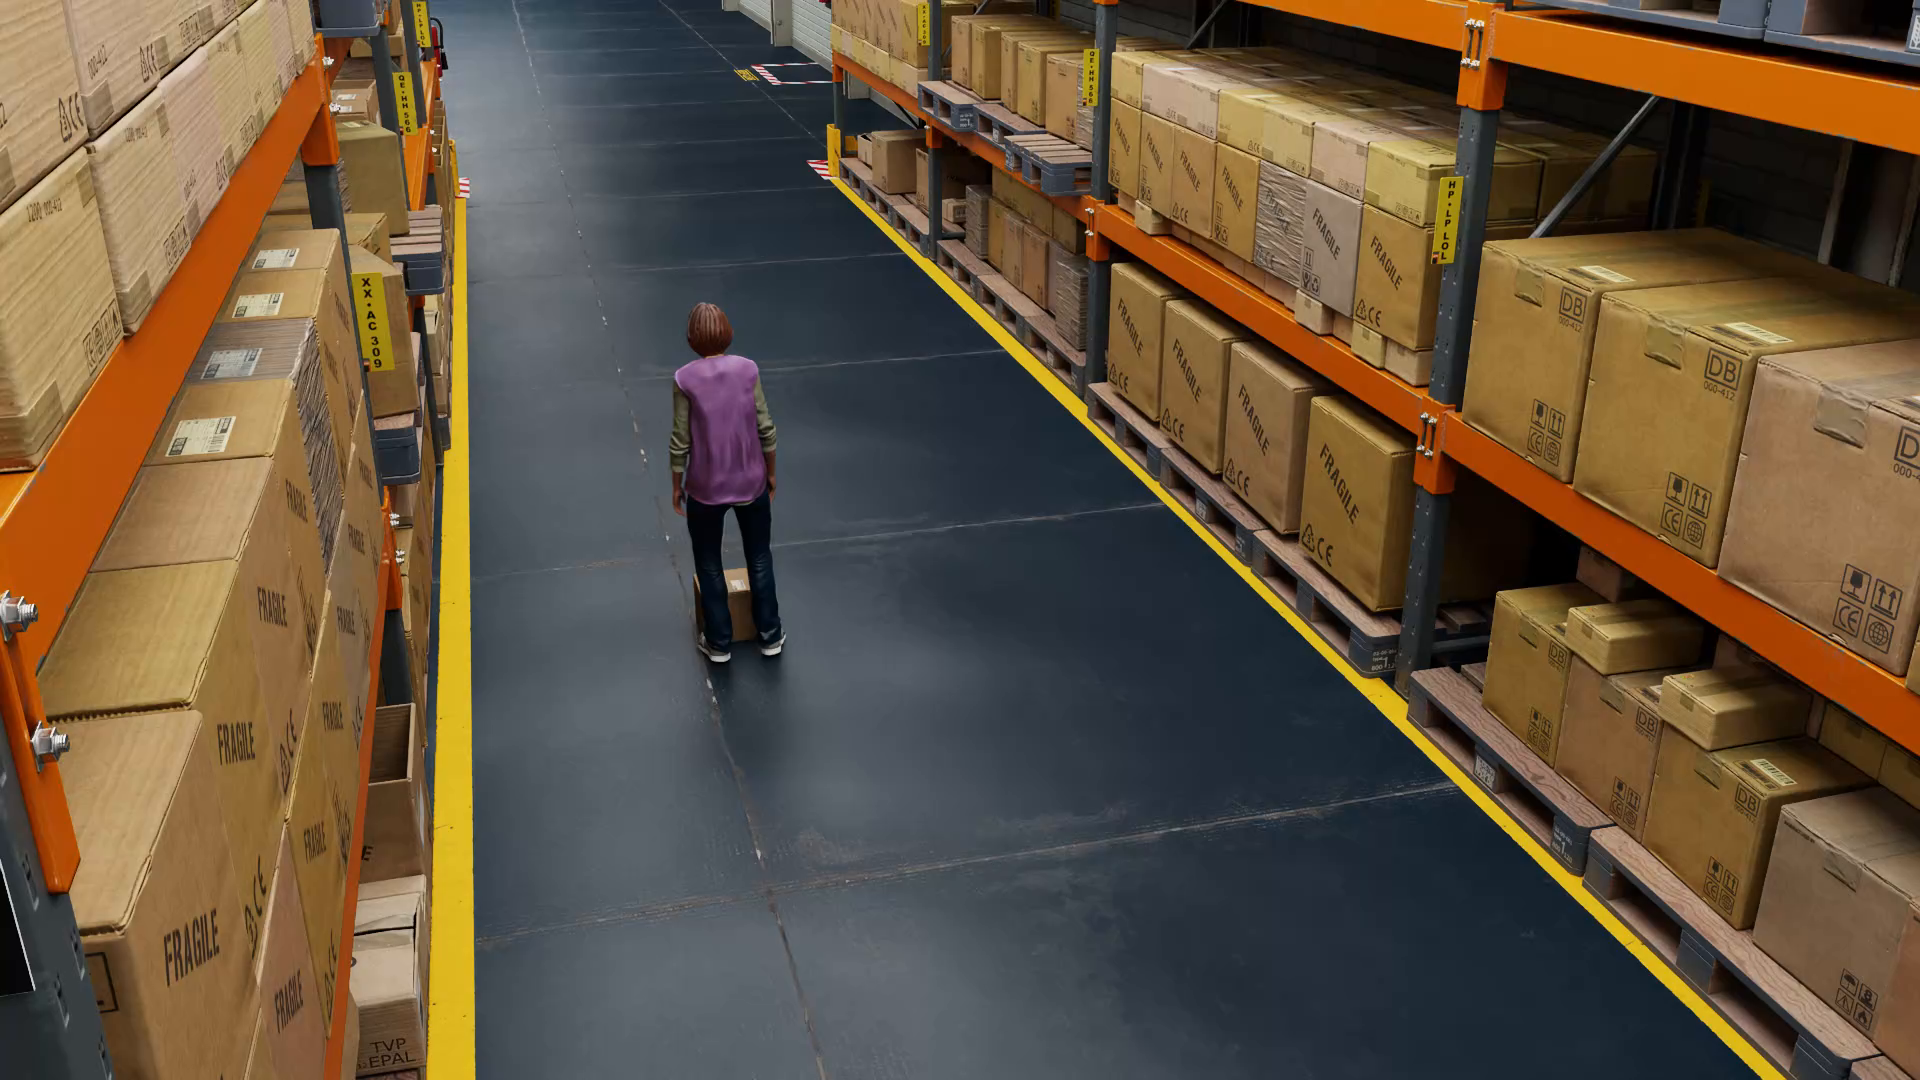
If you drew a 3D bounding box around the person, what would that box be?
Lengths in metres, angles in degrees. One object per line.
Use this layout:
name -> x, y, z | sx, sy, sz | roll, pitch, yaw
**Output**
person -> -0.997, -0.227, 7.138 | 0.464, 1.592, 0.347 | -6, 24, -15
